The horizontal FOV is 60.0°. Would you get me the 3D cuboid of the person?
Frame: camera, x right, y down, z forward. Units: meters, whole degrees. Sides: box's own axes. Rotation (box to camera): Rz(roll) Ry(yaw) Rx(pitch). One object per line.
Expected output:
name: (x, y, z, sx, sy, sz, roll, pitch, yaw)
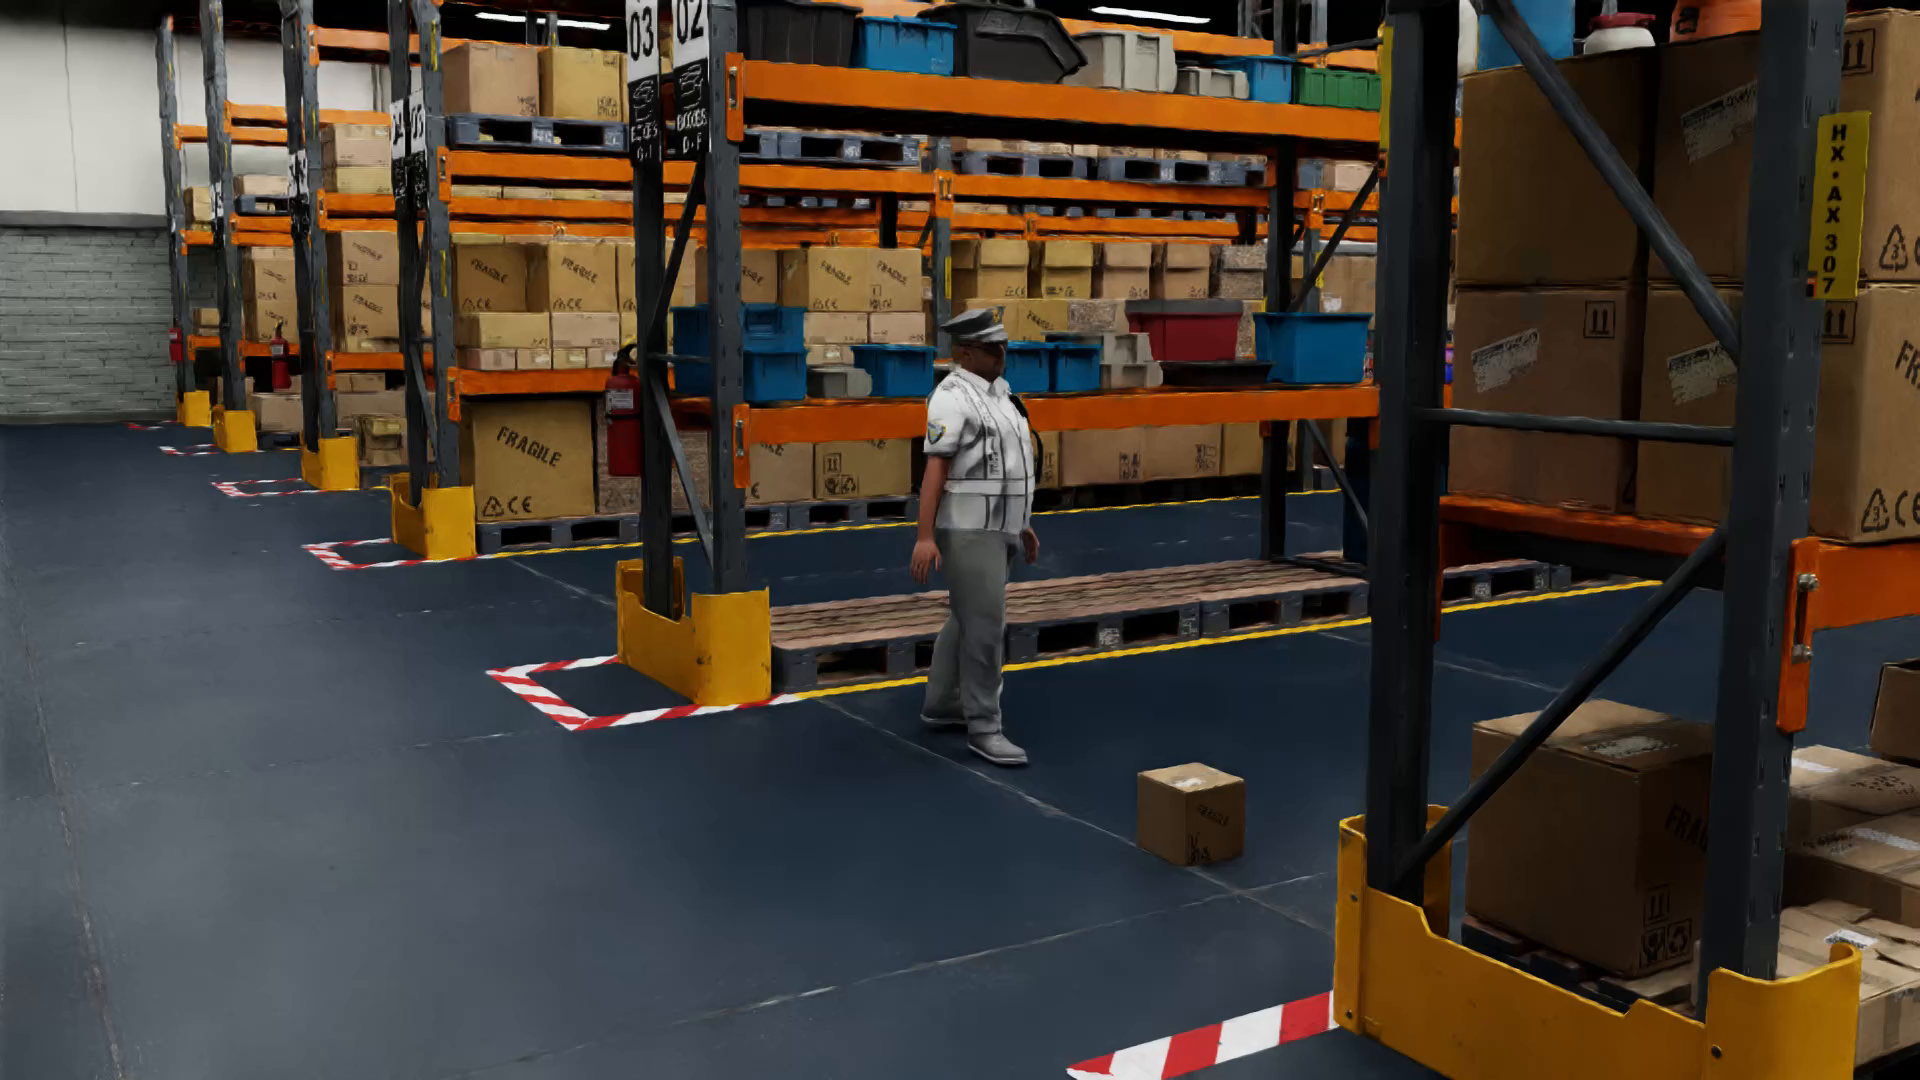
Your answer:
person: (0.068, -0.046, 6.587, 0.584, 1.752, 0.711, 3, 9, 21)
